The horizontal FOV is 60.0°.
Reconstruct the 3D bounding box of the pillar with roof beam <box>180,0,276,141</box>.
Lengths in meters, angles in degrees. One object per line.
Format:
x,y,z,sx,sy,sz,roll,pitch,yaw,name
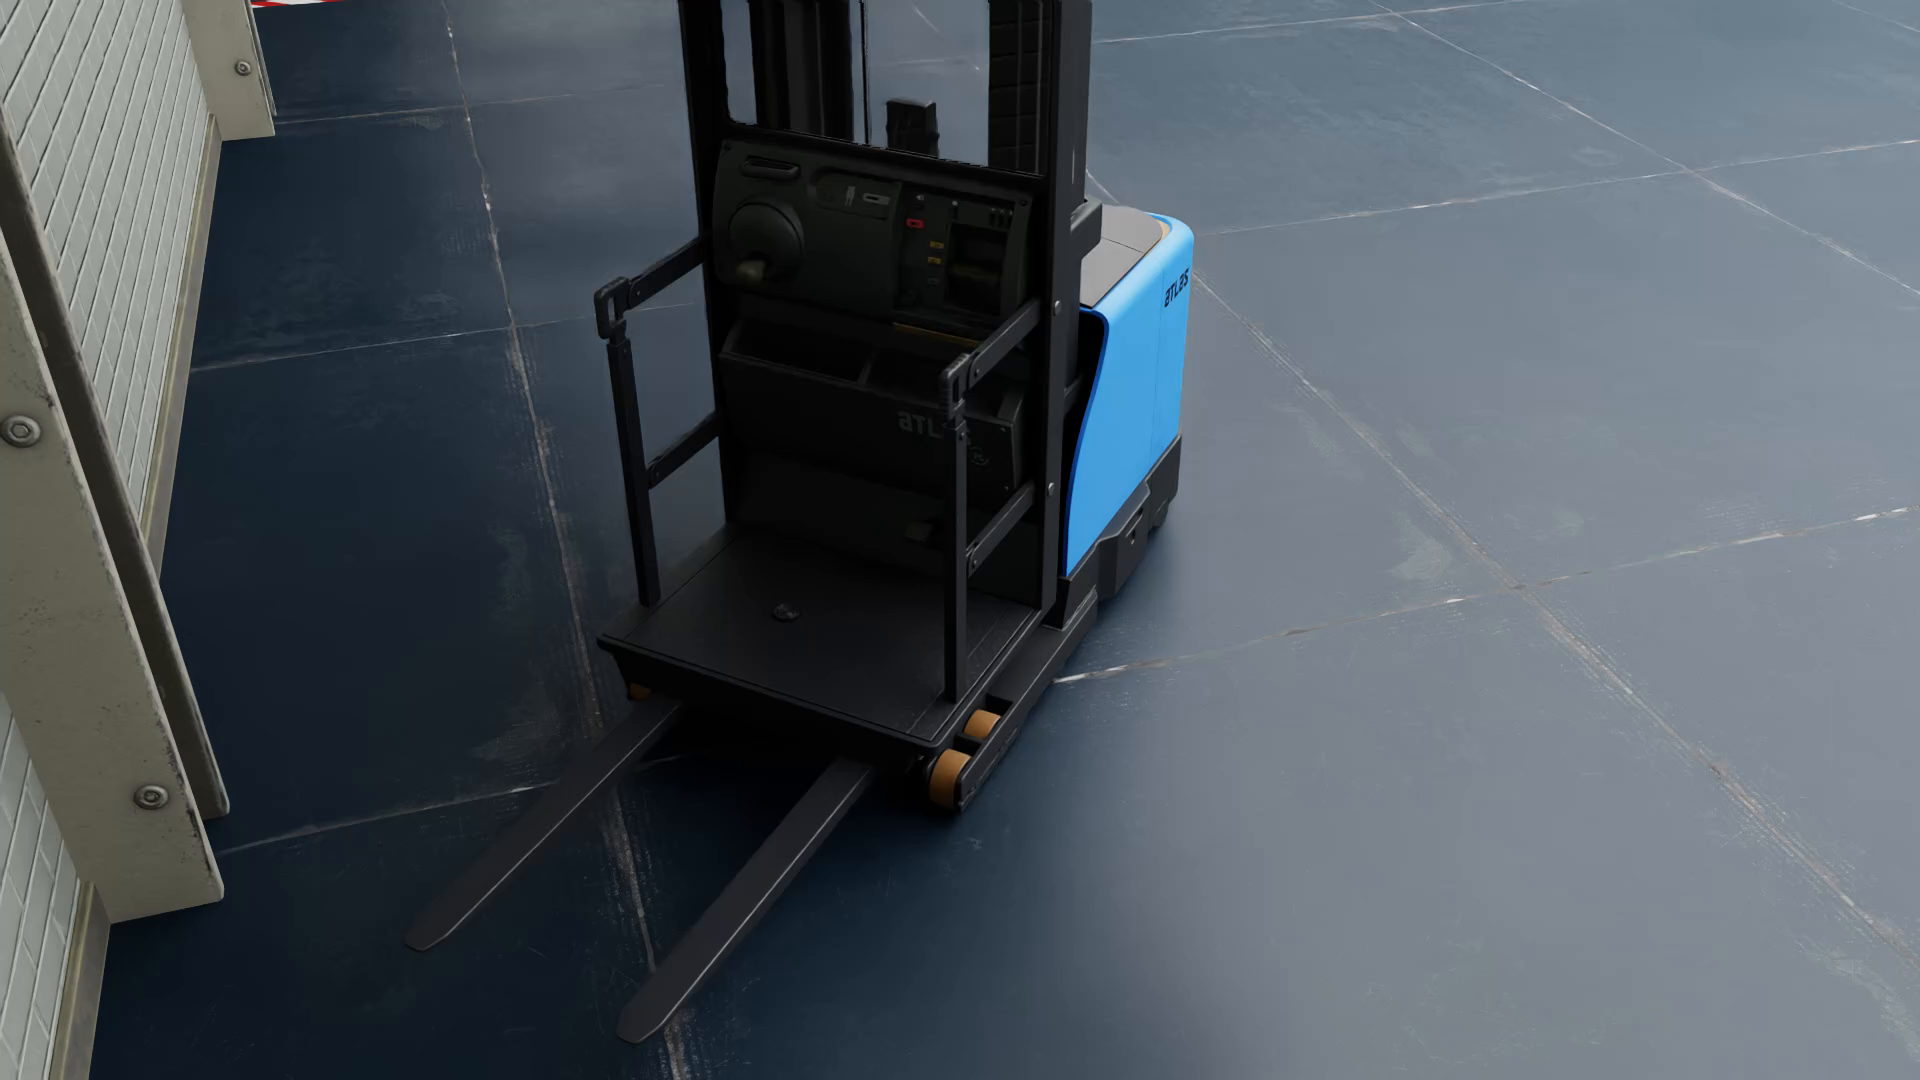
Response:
0.143,-6.769,7.831,9.100,9.000,0.400,-10,35,-15,pillar with roof beam

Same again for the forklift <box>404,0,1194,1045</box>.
-0.338,-0.753,4.232,1.130,2.935,3.031,15,36,22,forklift

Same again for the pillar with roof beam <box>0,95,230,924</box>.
1.973,-3.619,3.064,9.100,9.000,0.400,-10,35,-15,pillar with roof beam
